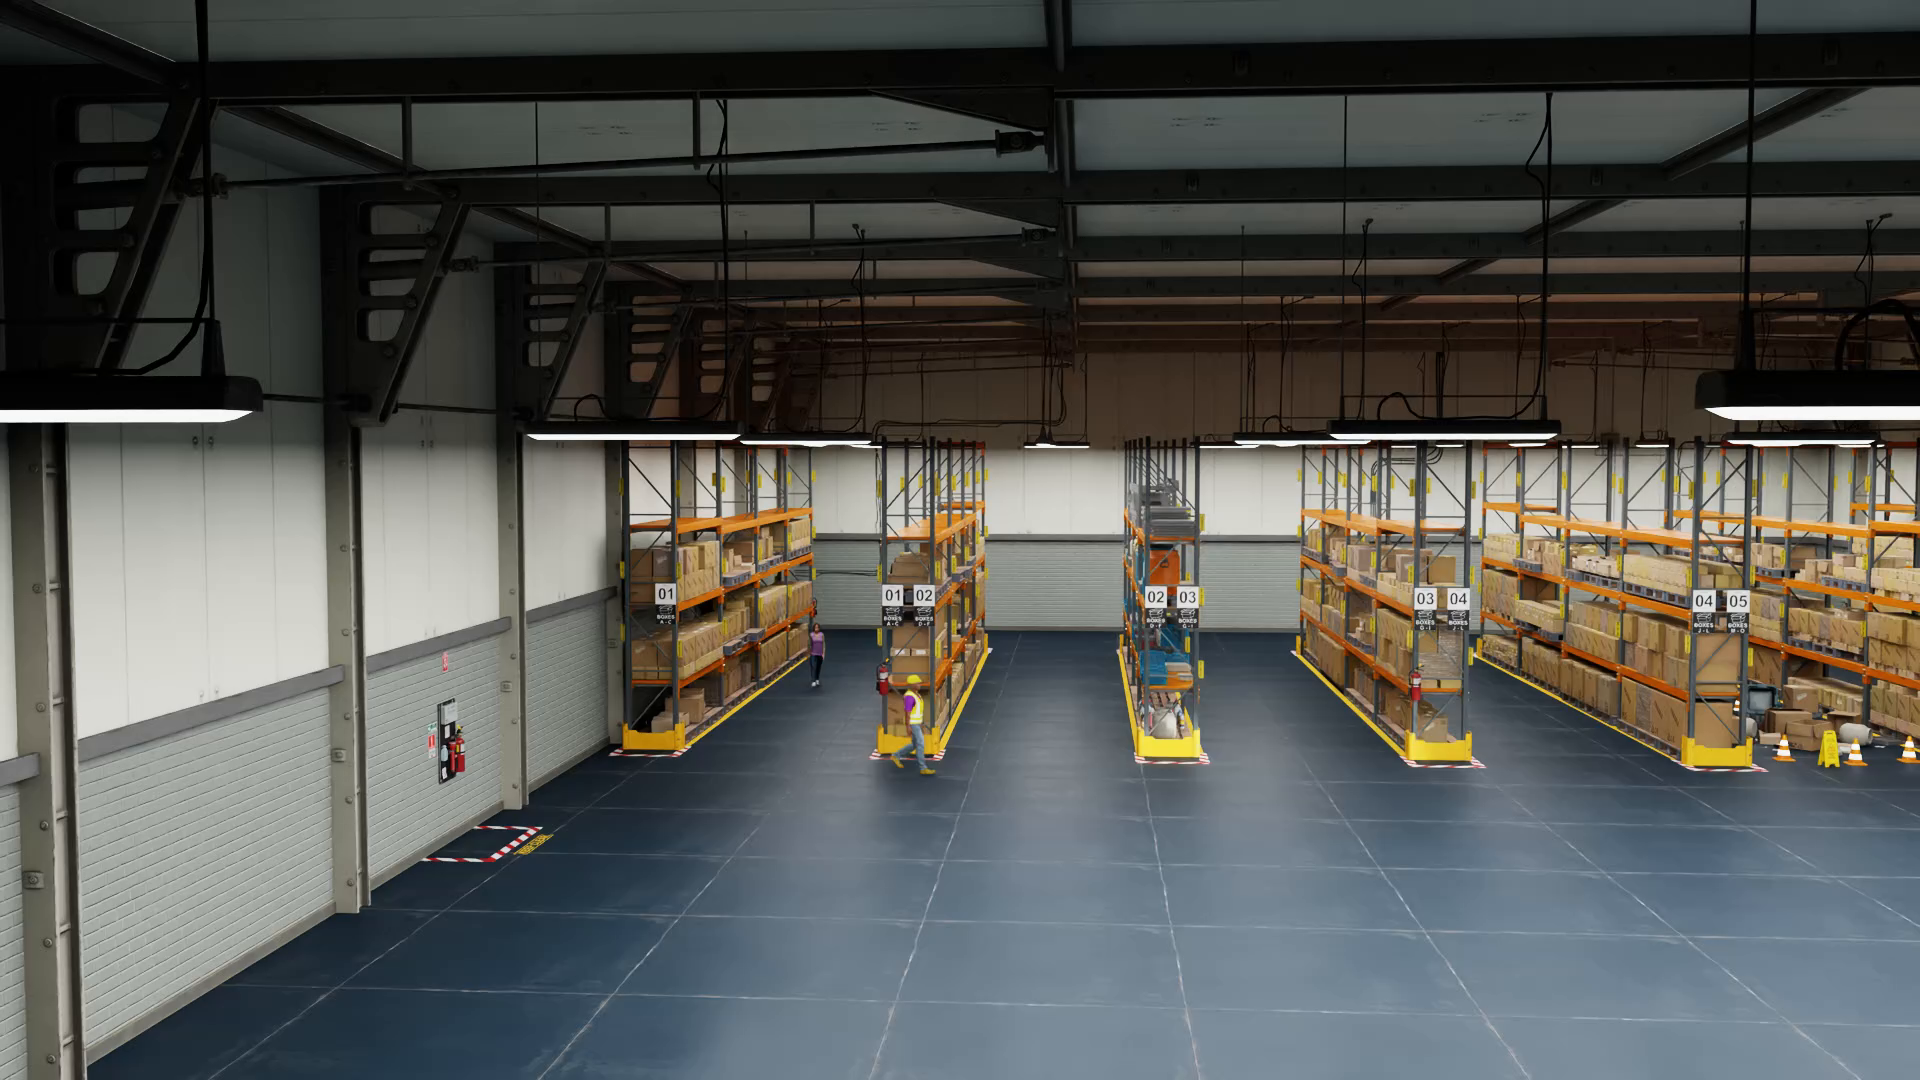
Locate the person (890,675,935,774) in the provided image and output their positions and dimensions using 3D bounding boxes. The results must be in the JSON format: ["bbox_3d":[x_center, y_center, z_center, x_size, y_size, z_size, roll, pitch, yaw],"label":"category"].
[{"bbox_3d":[-0.834,3.266,29.515,0.864,1.748,0.631,1,3,11],"label":"person"}]

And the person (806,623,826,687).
[{"bbox_3d":[-3.476,2.773,40.259,0.452,1.543,0.969,-1,3,-18],"label":"person"}]
